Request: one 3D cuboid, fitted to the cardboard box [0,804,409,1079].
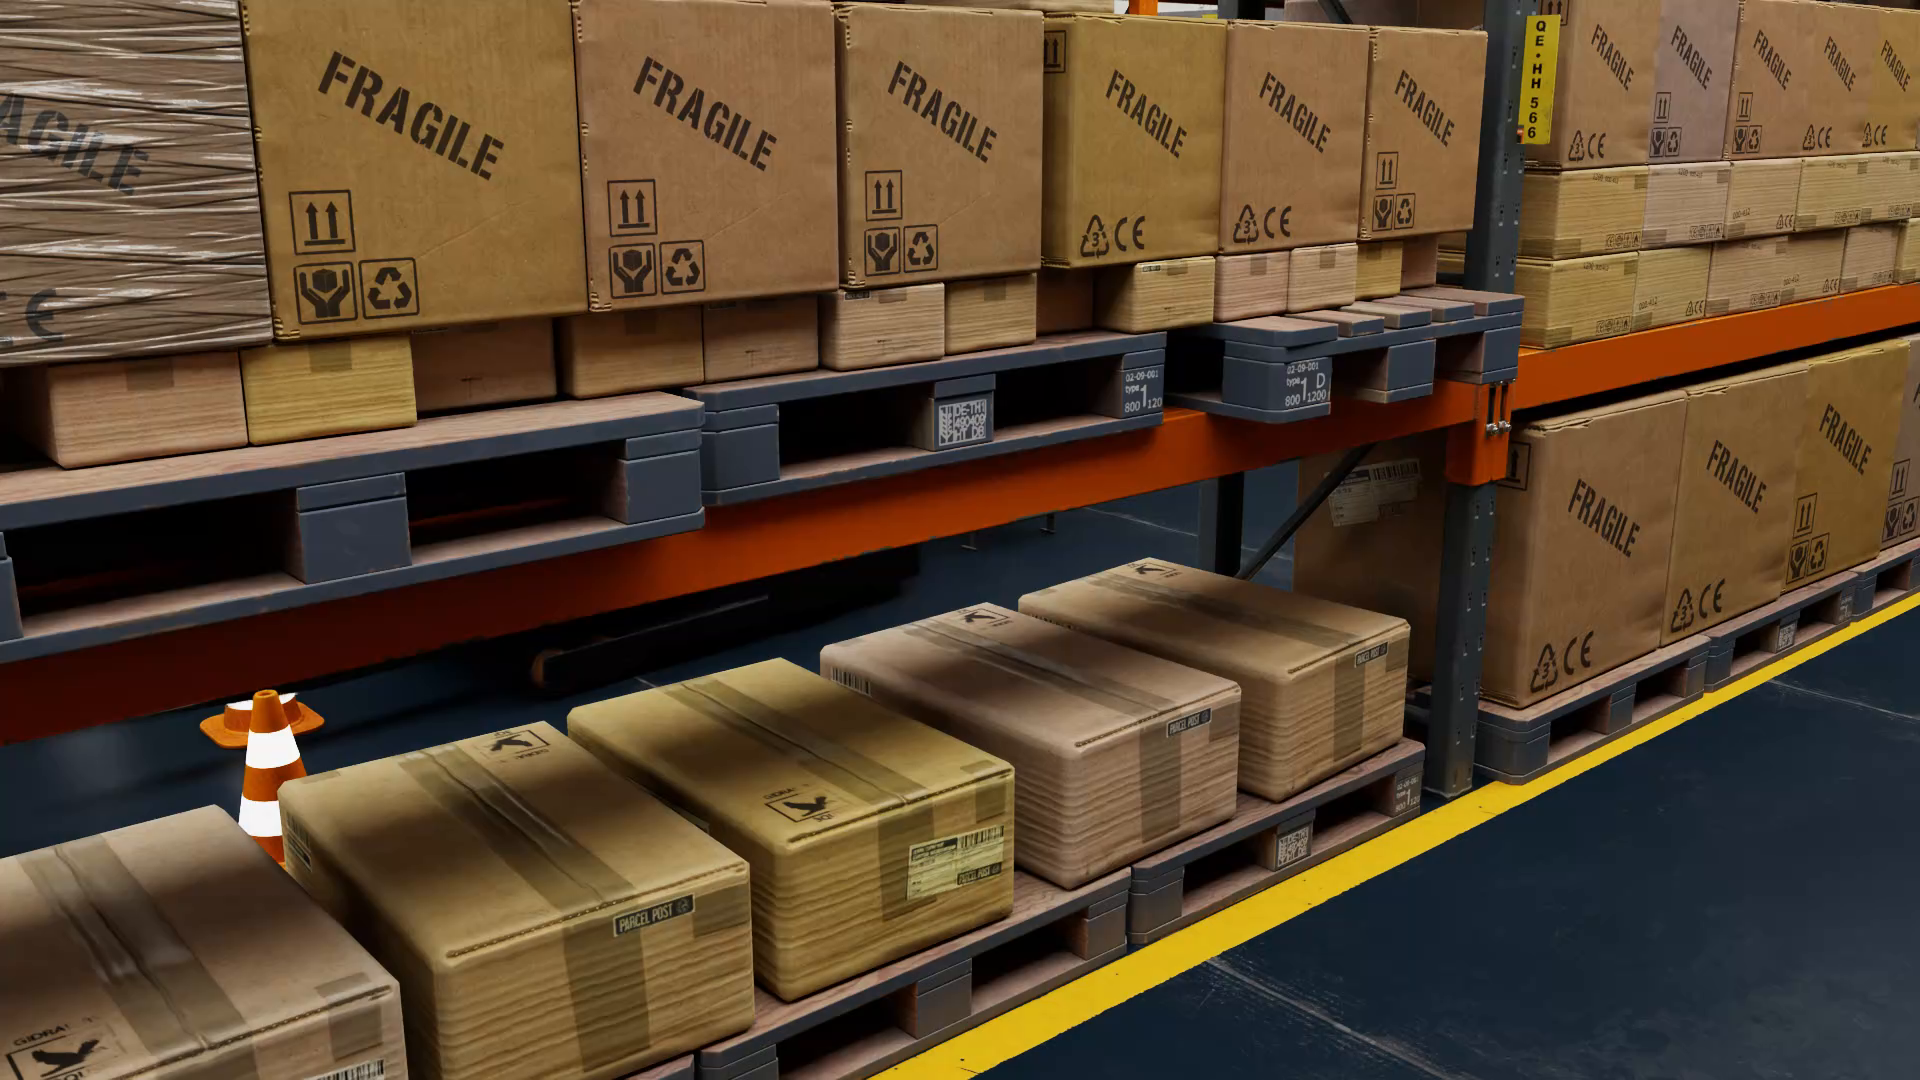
[{"bbox_3d":[-1.474,0.867,2.971,0.625,0.372,0.950,-12,19,-39],"label":"cardboard box"}]

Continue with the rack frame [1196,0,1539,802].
[{"bbox_3d":[1.150,-0.788,4.889,0.127,3.000,1.000,-13,19,-39],"label":"rack frame"}]

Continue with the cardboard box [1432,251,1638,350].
[{"bbox_3d":[1.684,-0.750,5.035,0.500,0.250,0.500,-13,20,-40],"label":"cardboard box"}]

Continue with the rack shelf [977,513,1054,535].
[{"bbox_3d":[0.125,-0.353,7.768,0.480,0.518,0.431,-13,19,-39],"label":"rack shelf"}]

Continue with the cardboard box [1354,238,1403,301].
[{"bbox_3d":[0.902,-0.709,4.265,0.250,0.149,0.380,-12,19,-39],"label":"cardboard box"}]

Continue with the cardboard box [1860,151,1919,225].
[{"bbox_3d":[3.235,-1.338,6.268,0.500,0.250,0.500,-12,19,-38],"label":"cardboard box"}]

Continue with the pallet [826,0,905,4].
[{"bbox_3d":[-0.794,-5.144,15.554,1.213,0.211,1.003,-13,19,-39],"label":"pallet"}]

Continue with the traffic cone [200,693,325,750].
[{"bbox_3d":[-2.289,0.388,5.399,0.334,0.463,0.336,-13,19,-39],"label":"traffic cone"}]

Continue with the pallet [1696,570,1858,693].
[{"bbox_3d":[2.714,0.234,6.464,1.213,0.211,1.003,-13,19,-39],"label":"pallet"}]

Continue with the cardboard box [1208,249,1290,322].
[{"bbox_3d":[0.546,-0.617,3.919,0.250,0.149,0.380,-14,20,-42],"label":"cardboard box"}]

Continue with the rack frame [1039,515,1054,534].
[{"bbox_3d":[0.309,-1.084,7.739,0.015,2.100,0.400,-13,19,-39],"label":"rack frame"}]

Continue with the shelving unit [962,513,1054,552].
[{"bbox_3d":[0.125,-1.042,7.584,0.503,2.100,0.431,-13,19,-39],"label":"shelving unit"}]

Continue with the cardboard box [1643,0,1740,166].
[{"bbox_3d":[2.050,-1.442,5.203,0.500,0.500,0.500,-13,19,-39],"label":"cardboard box"}]

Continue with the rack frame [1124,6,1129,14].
[{"bbox_3d":[0.842,-2.413,10.969,0.127,3.000,1.000,-13,19,-39],"label":"rack frame"}]

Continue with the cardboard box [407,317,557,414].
[{"bbox_3d":[-0.886,-0.328,2.838,0.250,0.149,0.380,-11,19,-36],"label":"cardboard box"}]

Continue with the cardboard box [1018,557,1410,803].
[{"bbox_3d":[0.717,0.372,4.823,0.625,0.372,0.950,-14,21,-43],"label":"cardboard box"}]

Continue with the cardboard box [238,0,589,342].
[{"bbox_3d":[-0.948,-0.614,2.653,0.500,0.500,0.500,-13,19,-39],"label":"cardboard box"}]

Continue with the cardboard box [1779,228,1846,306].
[{"bbox_3d":[2.829,-1.012,6.018,0.500,0.250,0.500,-13,19,-39],"label":"cardboard box"}]

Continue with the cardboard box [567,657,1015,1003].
[{"bbox_3d":[-0.410,0.626,3.872,0.625,0.372,0.950,-12,19,-38],"label":"cardboard box"}]

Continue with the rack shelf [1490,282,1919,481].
[{"bbox_3d":[2.658,-0.780,6.250,4.000,0.370,1.077,-13,19,-39],"label":"rack shelf"}]

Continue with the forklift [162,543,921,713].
[{"bbox_3d":[-1.555,-1.028,5.918,1.130,2.935,3.031,14,20,43],"label":"forklift"}]

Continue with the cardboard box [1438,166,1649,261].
[{"bbox_3d":[1.694,-0.995,4.985,0.500,0.250,0.500,-13,20,-40],"label":"cardboard box"}]

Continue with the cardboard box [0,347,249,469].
[{"bbox_3d":[-1.244,-0.224,2.451,0.250,0.149,0.380,-12,19,-39],"label":"cardboard box"}]

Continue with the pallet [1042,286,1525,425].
[{"bbox_3d":[0.682,-0.554,4.384,1.003,0.211,1.213,-13,19,-39],"label":"pallet"}]

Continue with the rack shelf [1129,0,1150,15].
[{"bbox_3d":[-0.667,-3.175,9.407,4.000,0.370,1.077,-13,19,-39],"label":"rack shelf"}]

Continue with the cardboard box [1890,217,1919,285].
[{"bbox_3d":[3.609,-1.182,6.655,0.500,0.250,0.500,-13,20,-40],"label":"cardboard box"}]

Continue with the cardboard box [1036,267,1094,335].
[{"bbox_3d":[0.076,-0.549,3.666,0.250,0.149,0.380,-12,19,-39],"label":"cardboard box"}]

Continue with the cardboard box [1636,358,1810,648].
[{"bbox_3d":[2.401,-0.216,6.049,0.875,0.875,0.875,-12,19,-39],"label":"cardboard box"}]

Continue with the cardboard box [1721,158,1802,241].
[{"bbox_3d":[2.469,-1.165,5.619,0.500,0.250,0.500,-13,20,-40],"label":"cardboard box"}]

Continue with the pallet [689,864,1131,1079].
[{"bbox_3d":[-0.361,0.897,3.985,1.213,0.211,1.003,-13,19,-39],"label":"pallet"}]

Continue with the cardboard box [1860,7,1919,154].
[{"bbox_3d":[3.214,-1.702,6.177,0.500,0.500,0.500,-12,19,-38],"label":"cardboard box"}]

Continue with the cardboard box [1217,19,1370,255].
[{"bbox_3d":[0.606,-0.962,3.957,0.500,0.500,0.500,-13,20,-40],"label":"cardboard box"}]

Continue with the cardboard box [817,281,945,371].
[{"bbox_3d":[-0.242,-0.440,3.257,0.250,0.149,0.380,-12,19,-37],"label":"cardboard box"}]

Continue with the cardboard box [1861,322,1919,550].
[{"bbox_3d":[3.752,-0.522,7.194,0.875,0.875,0.875,-12,19,-38],"label":"cardboard box"}]

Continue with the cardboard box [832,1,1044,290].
[{"bbox_3d":[-0.186,-0.784,3.290,0.500,0.500,0.500,-14,20,-42],"label":"cardboard box"}]
